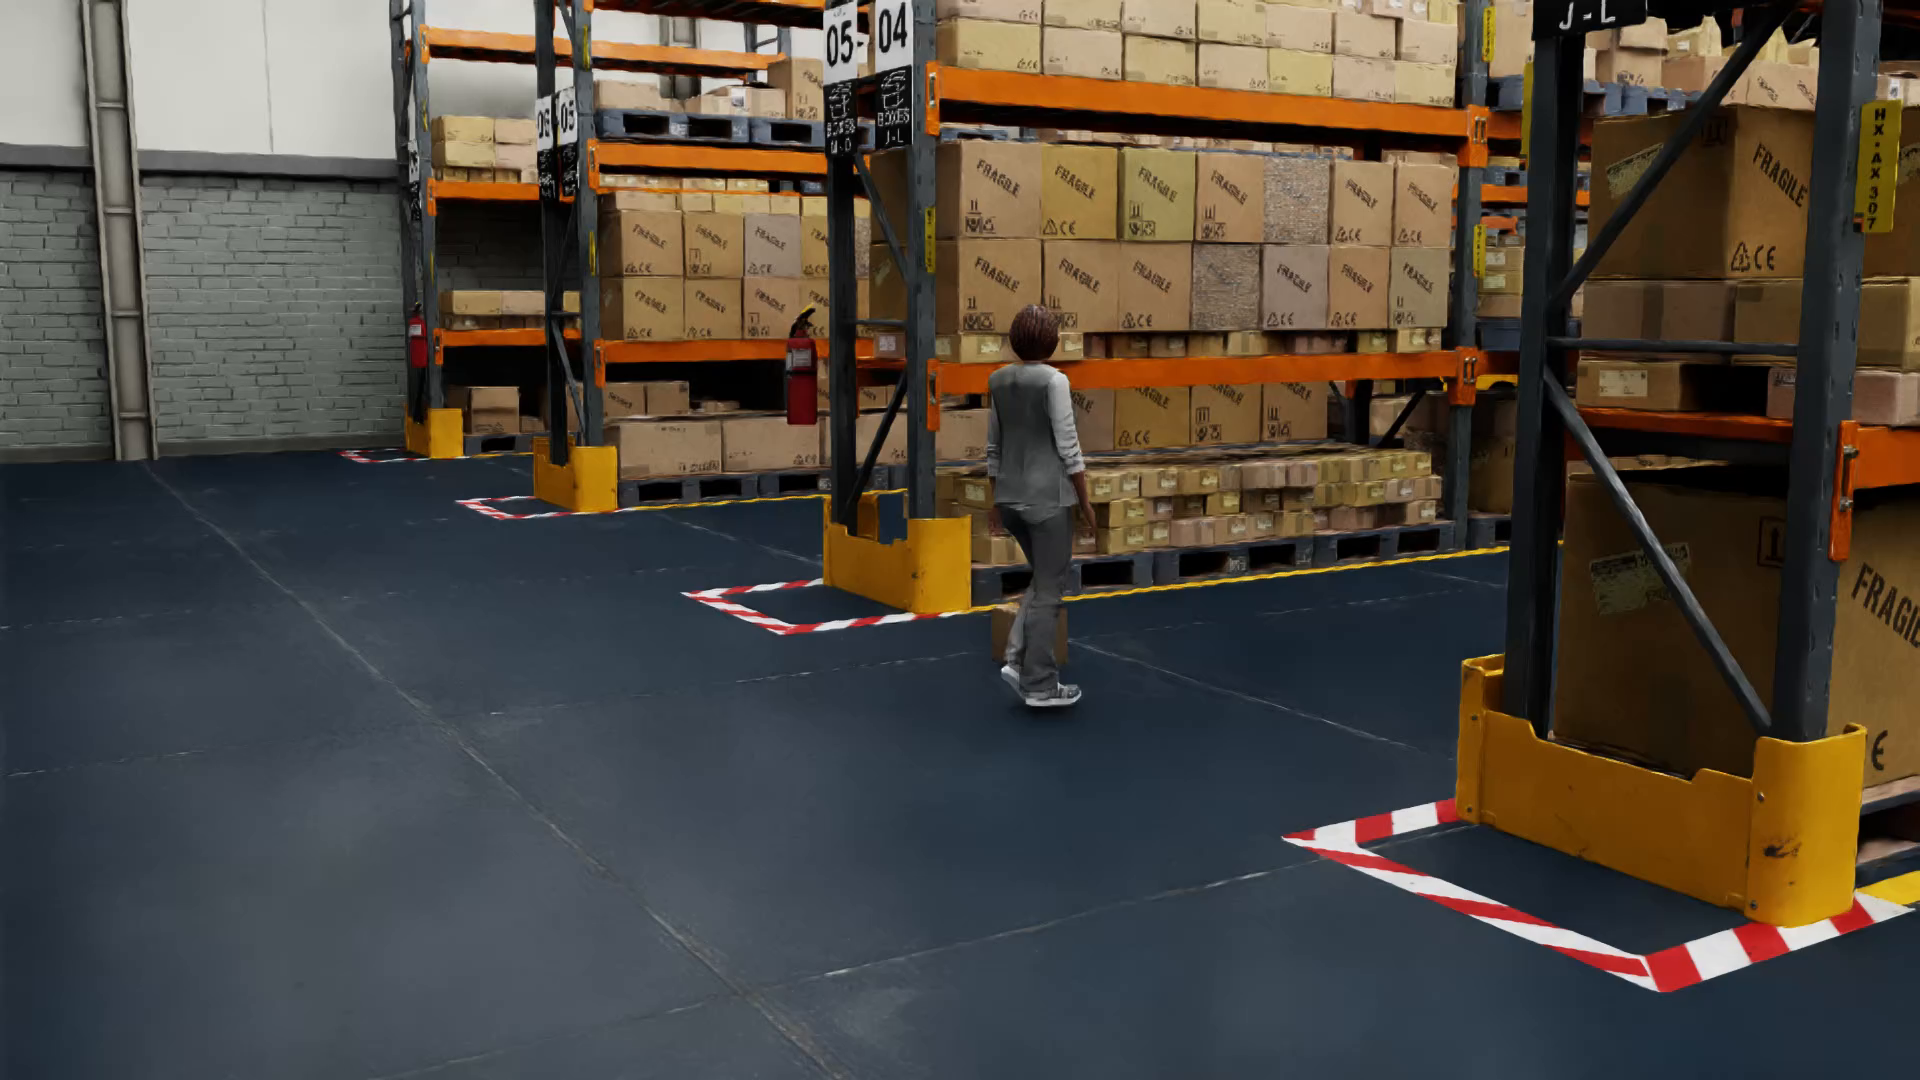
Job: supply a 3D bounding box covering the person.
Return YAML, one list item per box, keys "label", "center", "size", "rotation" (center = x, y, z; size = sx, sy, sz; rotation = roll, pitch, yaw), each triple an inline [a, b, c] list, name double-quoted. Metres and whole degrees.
- label: "person"
  center: [0.319, -0.127, 6.592]
  size: [0.376, 1.605, 0.431]
  rotation: [-7, 11, -40]
